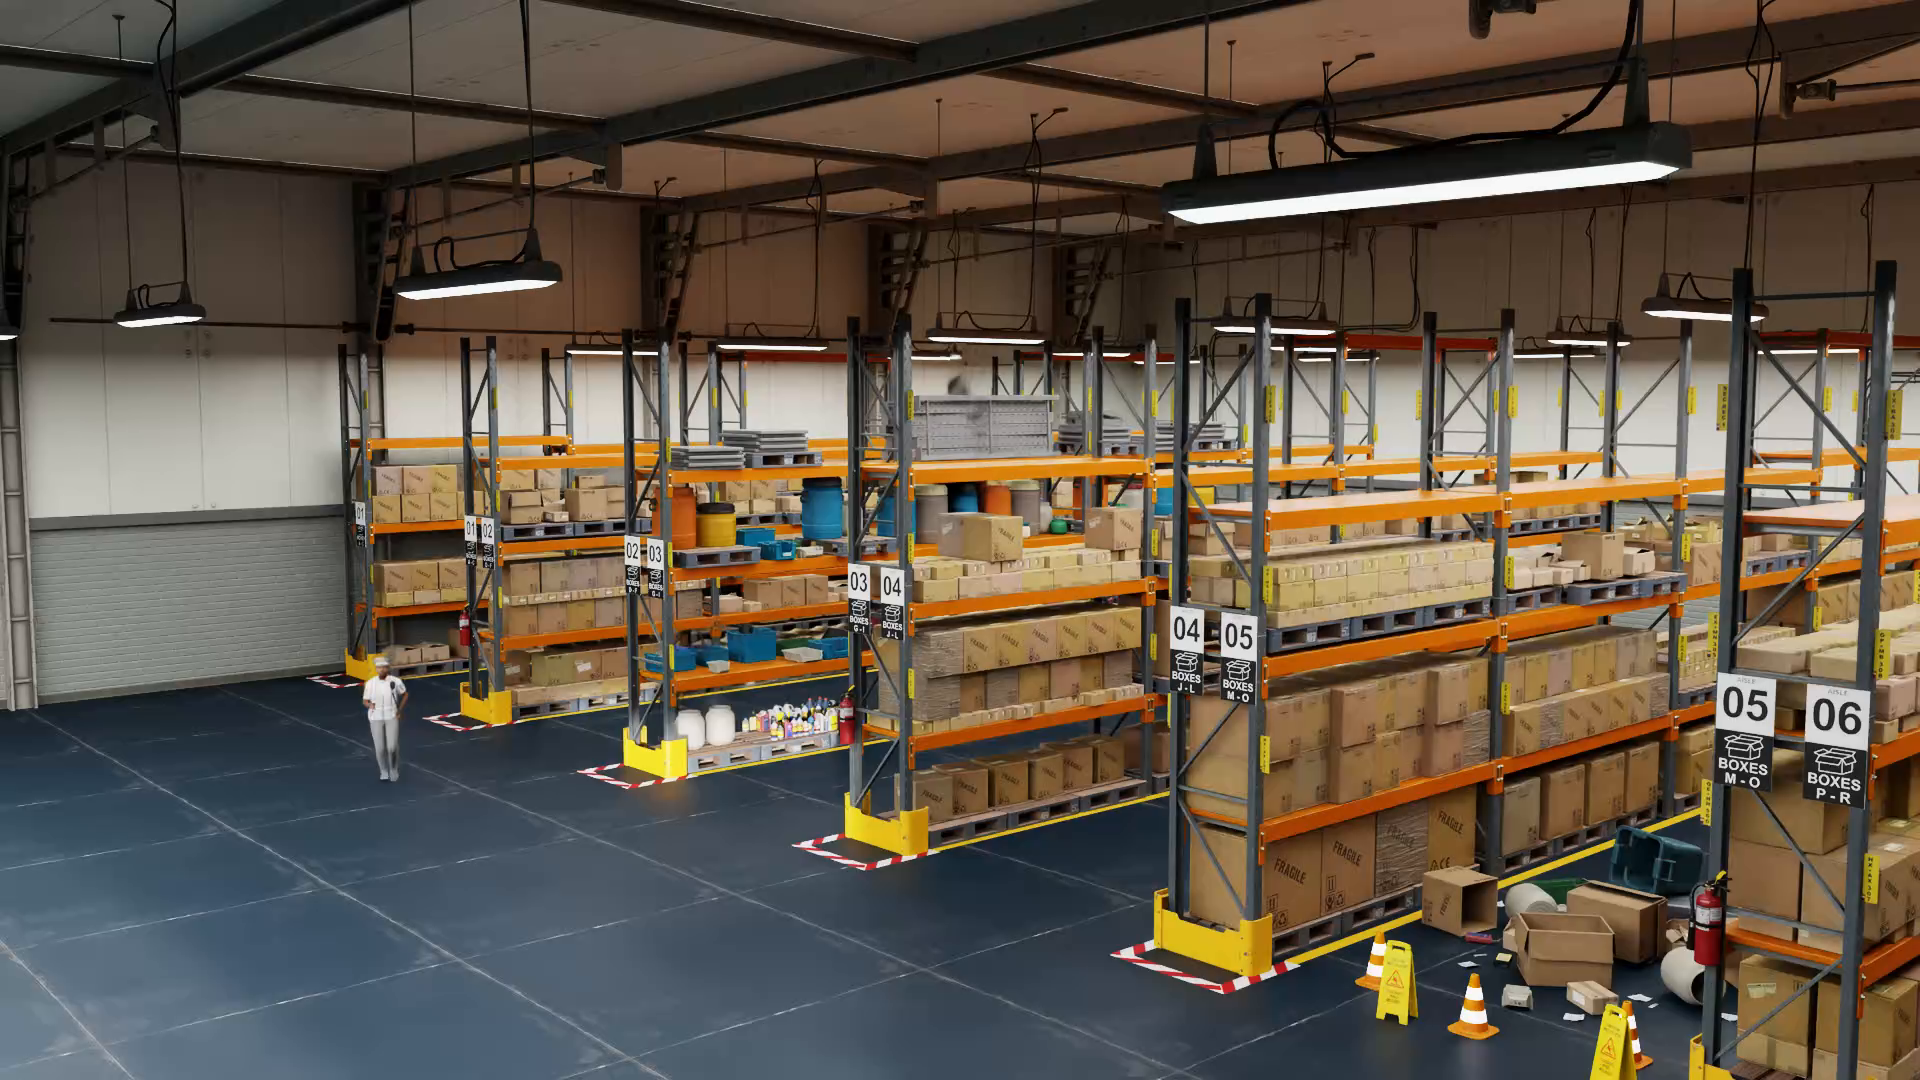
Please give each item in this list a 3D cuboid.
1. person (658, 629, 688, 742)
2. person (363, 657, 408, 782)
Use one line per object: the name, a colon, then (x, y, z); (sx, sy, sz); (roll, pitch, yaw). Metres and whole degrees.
person: (-4.256, 2.143, 24.774); (0.578, 1.641, 0.782); (2, 6, 25)
person: (-7.565, 2.373, 21.883); (0.560, 1.680, 0.605); (-1, 5, -14)
